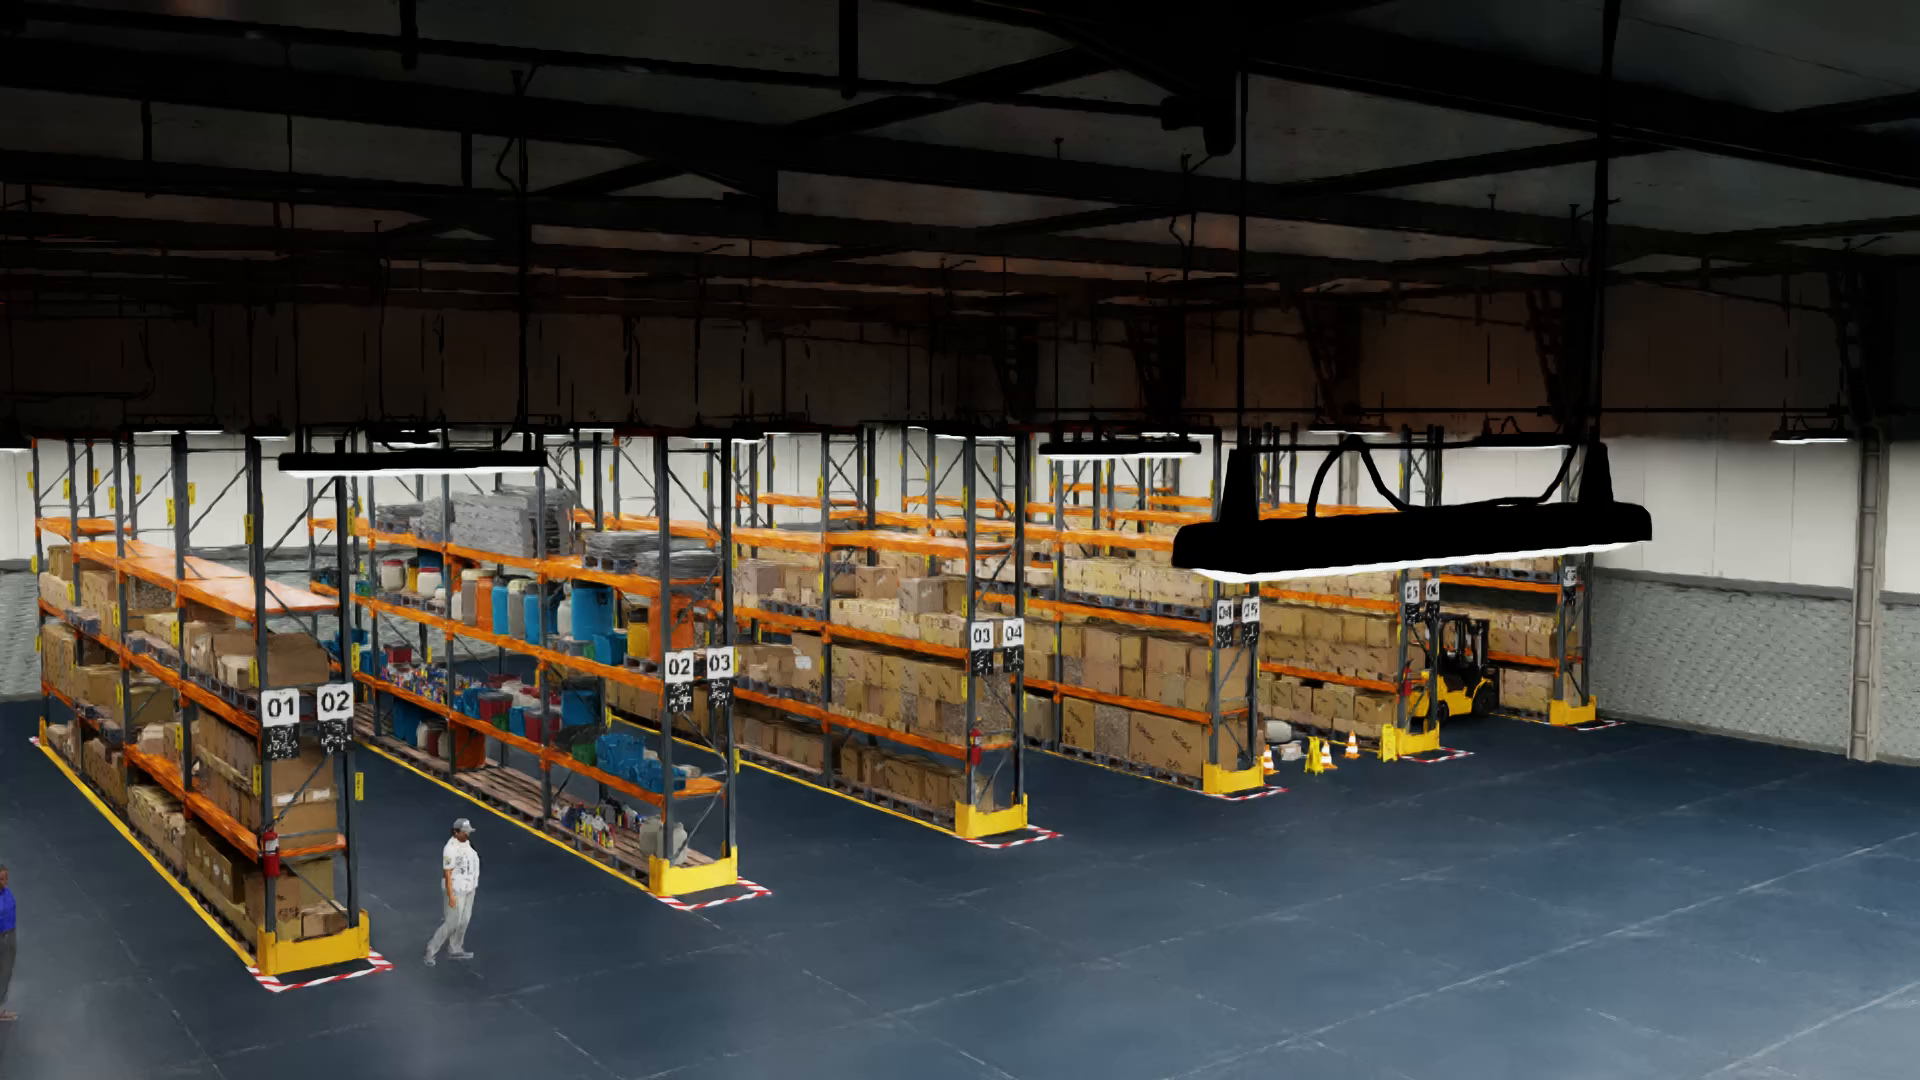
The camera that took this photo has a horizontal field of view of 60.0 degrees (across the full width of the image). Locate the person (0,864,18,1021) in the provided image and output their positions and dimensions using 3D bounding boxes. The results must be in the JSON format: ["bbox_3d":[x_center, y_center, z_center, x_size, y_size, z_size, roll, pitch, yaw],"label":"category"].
[{"bbox_3d":[-10.023,4.168,17.059,0.492,1.652,0.650,1,5,11],"label":"person"}]

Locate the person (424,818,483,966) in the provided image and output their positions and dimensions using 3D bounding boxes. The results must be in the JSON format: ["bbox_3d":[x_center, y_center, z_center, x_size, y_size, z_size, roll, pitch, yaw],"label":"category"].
[{"bbox_3d":[-5.814,4.013,18.998,0.536,1.655,0.669,1,5,12],"label":"person"}]

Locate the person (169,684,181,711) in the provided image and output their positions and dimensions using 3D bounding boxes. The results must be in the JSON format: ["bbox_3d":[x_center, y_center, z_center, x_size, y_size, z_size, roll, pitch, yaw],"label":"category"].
[{"bbox_3d":[-15.221,3.044,32.186,0.566,1.539,0.519,-4,6,-40],"label":"person"}]
